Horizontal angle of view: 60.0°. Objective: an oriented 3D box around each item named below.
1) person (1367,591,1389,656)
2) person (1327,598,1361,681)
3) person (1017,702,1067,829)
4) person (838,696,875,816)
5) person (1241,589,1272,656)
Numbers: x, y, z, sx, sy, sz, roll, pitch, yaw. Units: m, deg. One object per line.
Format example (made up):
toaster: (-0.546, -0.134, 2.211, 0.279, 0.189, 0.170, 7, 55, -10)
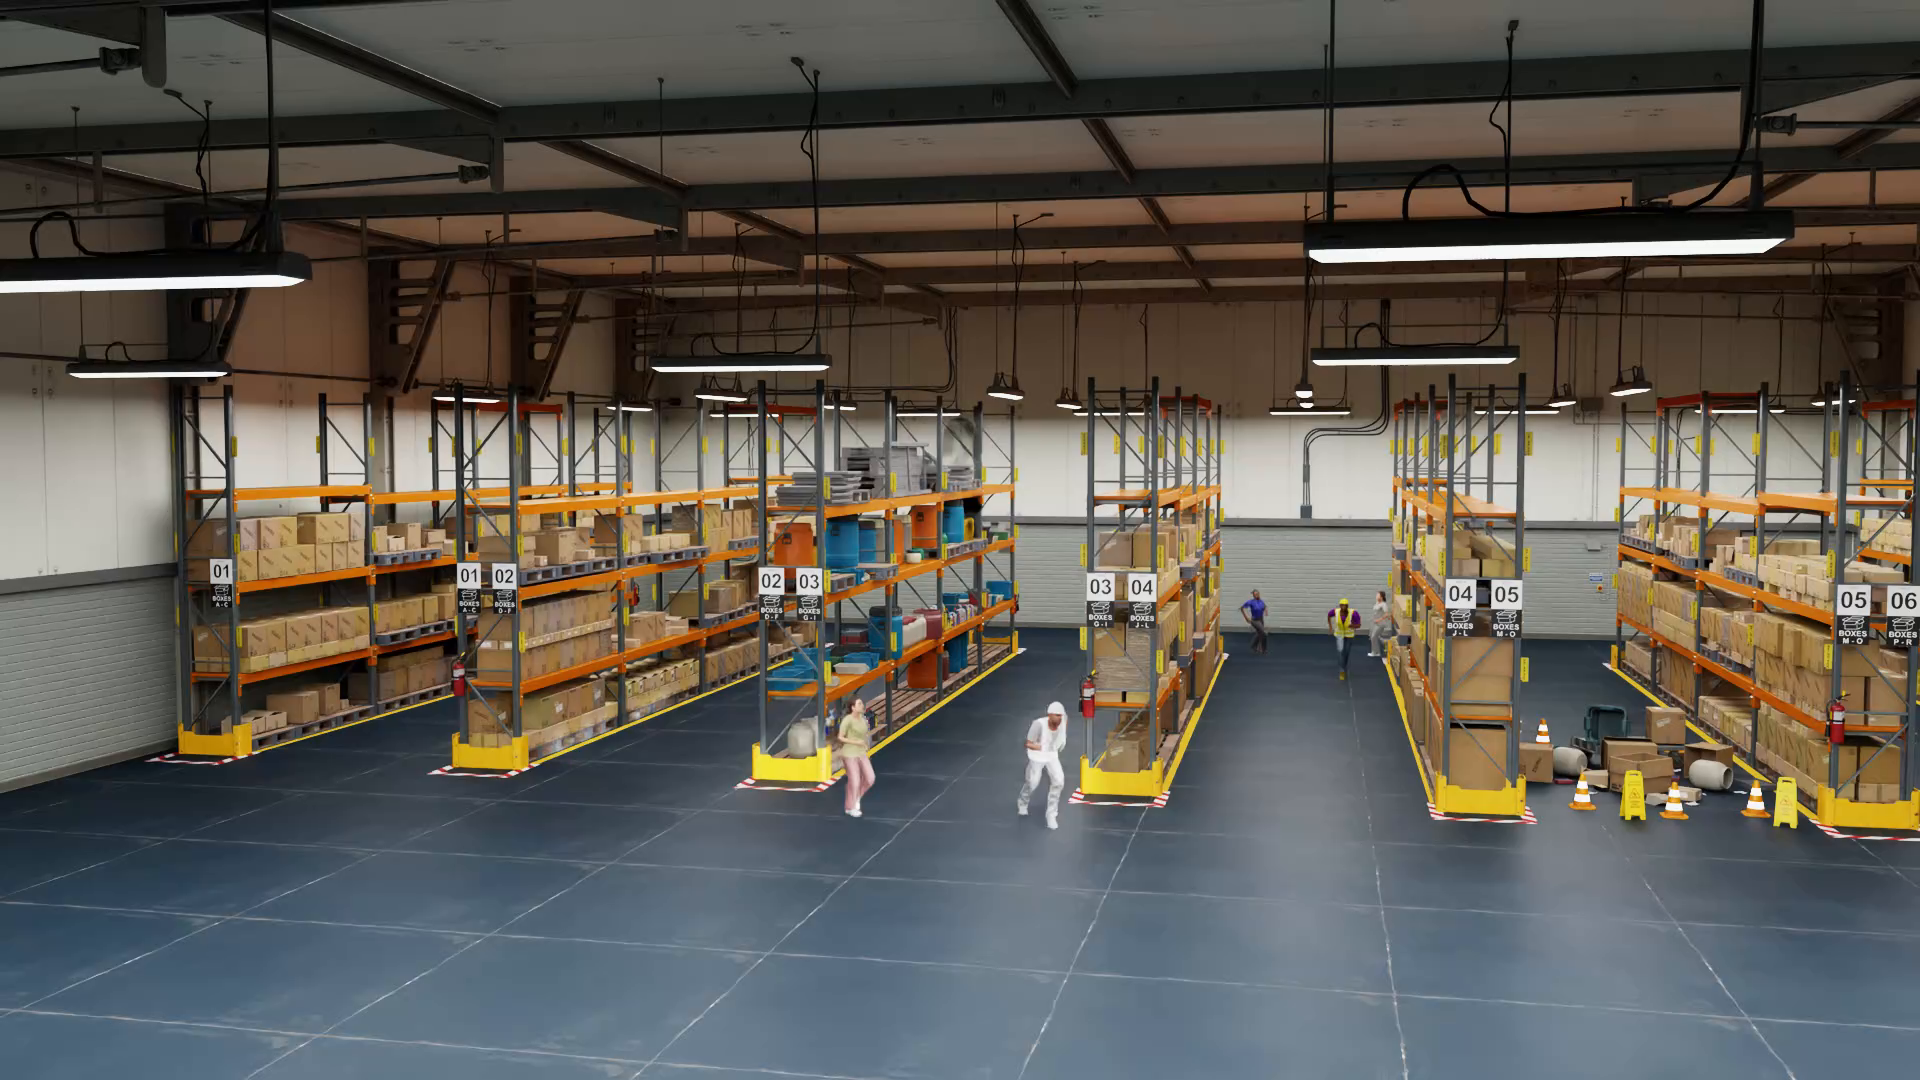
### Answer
person: (10.048, 1.991, 39.511, 0.573, 1.603, 0.600, 0, 3, -8)
person: (8.326, 2.128, 36.050, 0.696, 1.776, 1.016, 0, 3, 7)
person: (1.099, 2.959, 22.056, 0.729, 1.718, 1.017, -2, 4, -30)
person: (-1.396, 2.923, 22.469, 0.539, 1.639, 0.562, 3, 4, 39)
person: (7.130, 1.990, 39.986, 0.732, 1.632, 0.736, -3, 4, -39)
